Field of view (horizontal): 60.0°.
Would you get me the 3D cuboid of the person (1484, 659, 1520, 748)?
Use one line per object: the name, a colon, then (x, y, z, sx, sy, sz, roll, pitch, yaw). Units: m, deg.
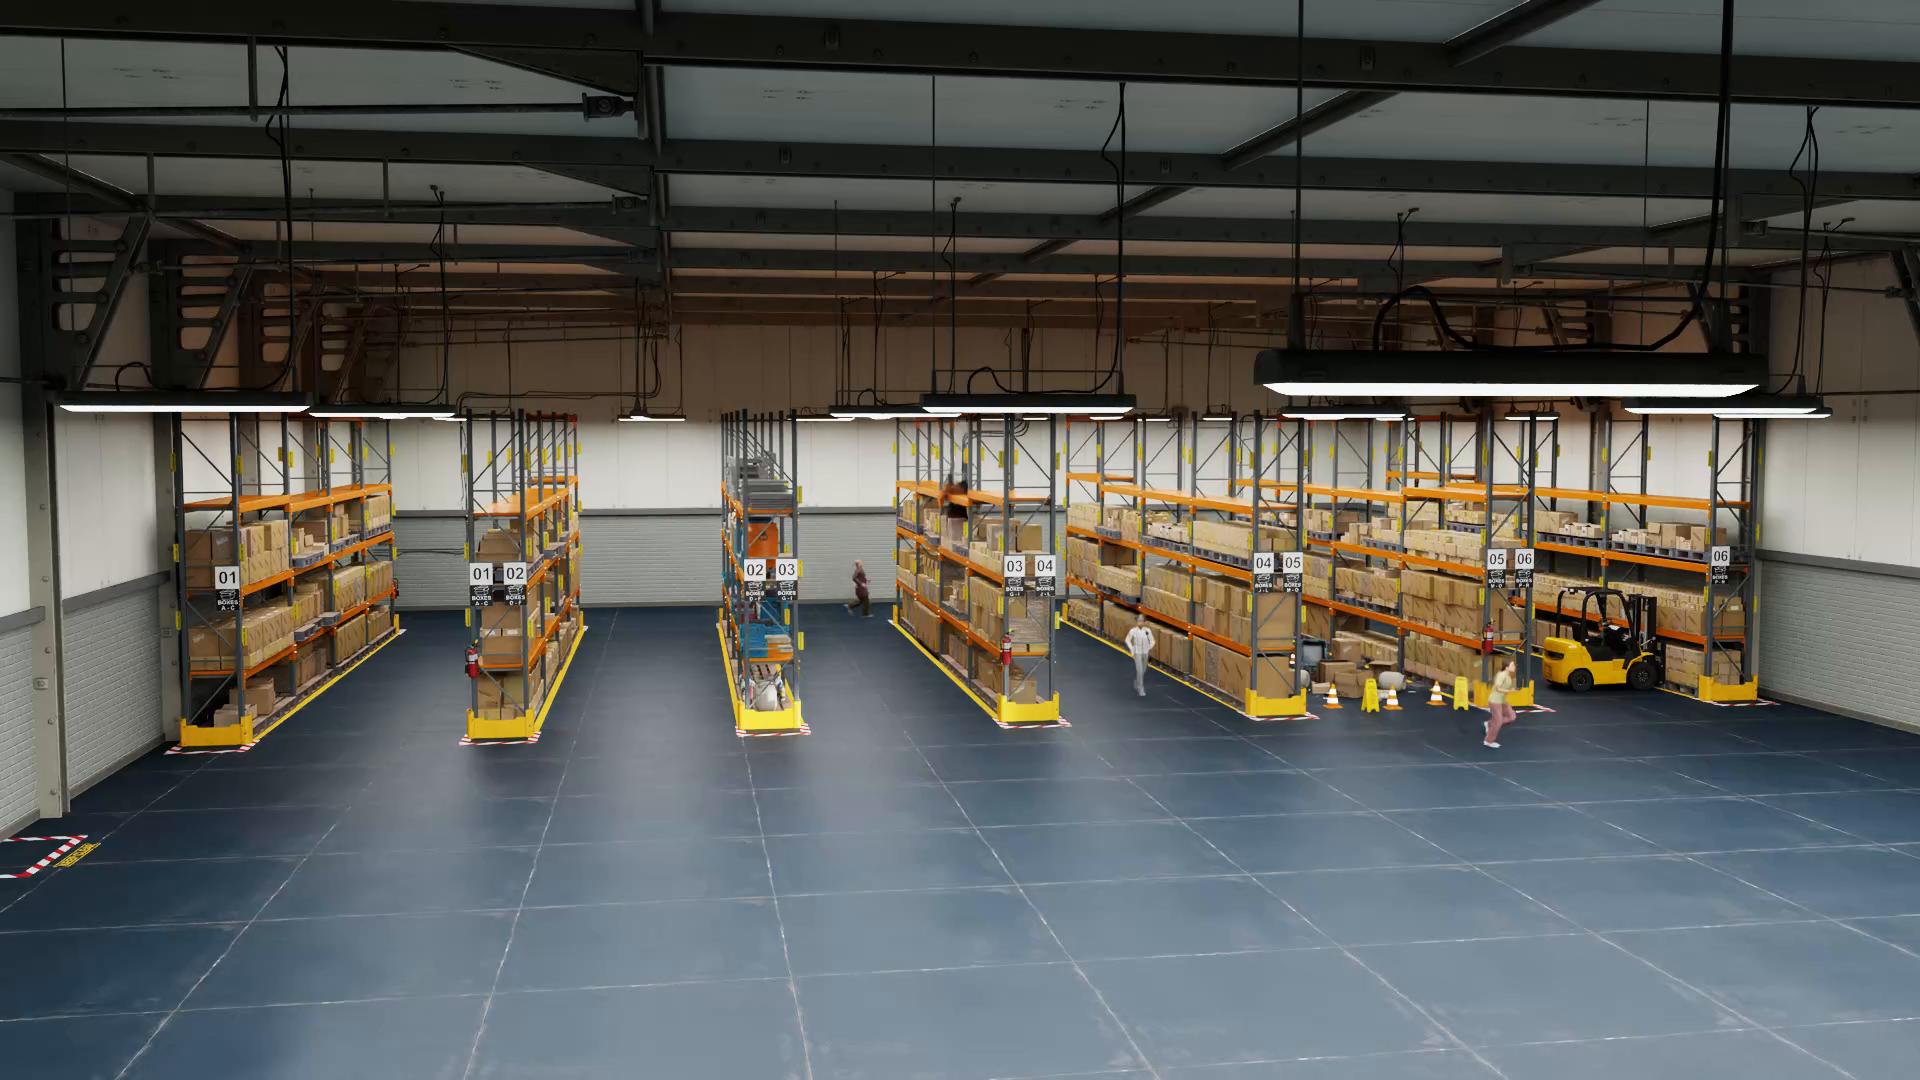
person: (9.567, 2.883, 29.363, 0.646, 1.604, 0.562, 3, 5, 39)

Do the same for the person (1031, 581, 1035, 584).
person: (2.142, 1.606, 46.251, 0.665, 1.852, 0.774, 0, 4, -3)

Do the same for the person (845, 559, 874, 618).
person: (-2.976, 1.436, 49.010, 0.864, 1.741, 0.718, 0, 4, -1)

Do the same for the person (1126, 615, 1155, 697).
person: (3.817, 2.404, 35.112, 0.610, 1.694, 0.860, -1, 4, -10)
